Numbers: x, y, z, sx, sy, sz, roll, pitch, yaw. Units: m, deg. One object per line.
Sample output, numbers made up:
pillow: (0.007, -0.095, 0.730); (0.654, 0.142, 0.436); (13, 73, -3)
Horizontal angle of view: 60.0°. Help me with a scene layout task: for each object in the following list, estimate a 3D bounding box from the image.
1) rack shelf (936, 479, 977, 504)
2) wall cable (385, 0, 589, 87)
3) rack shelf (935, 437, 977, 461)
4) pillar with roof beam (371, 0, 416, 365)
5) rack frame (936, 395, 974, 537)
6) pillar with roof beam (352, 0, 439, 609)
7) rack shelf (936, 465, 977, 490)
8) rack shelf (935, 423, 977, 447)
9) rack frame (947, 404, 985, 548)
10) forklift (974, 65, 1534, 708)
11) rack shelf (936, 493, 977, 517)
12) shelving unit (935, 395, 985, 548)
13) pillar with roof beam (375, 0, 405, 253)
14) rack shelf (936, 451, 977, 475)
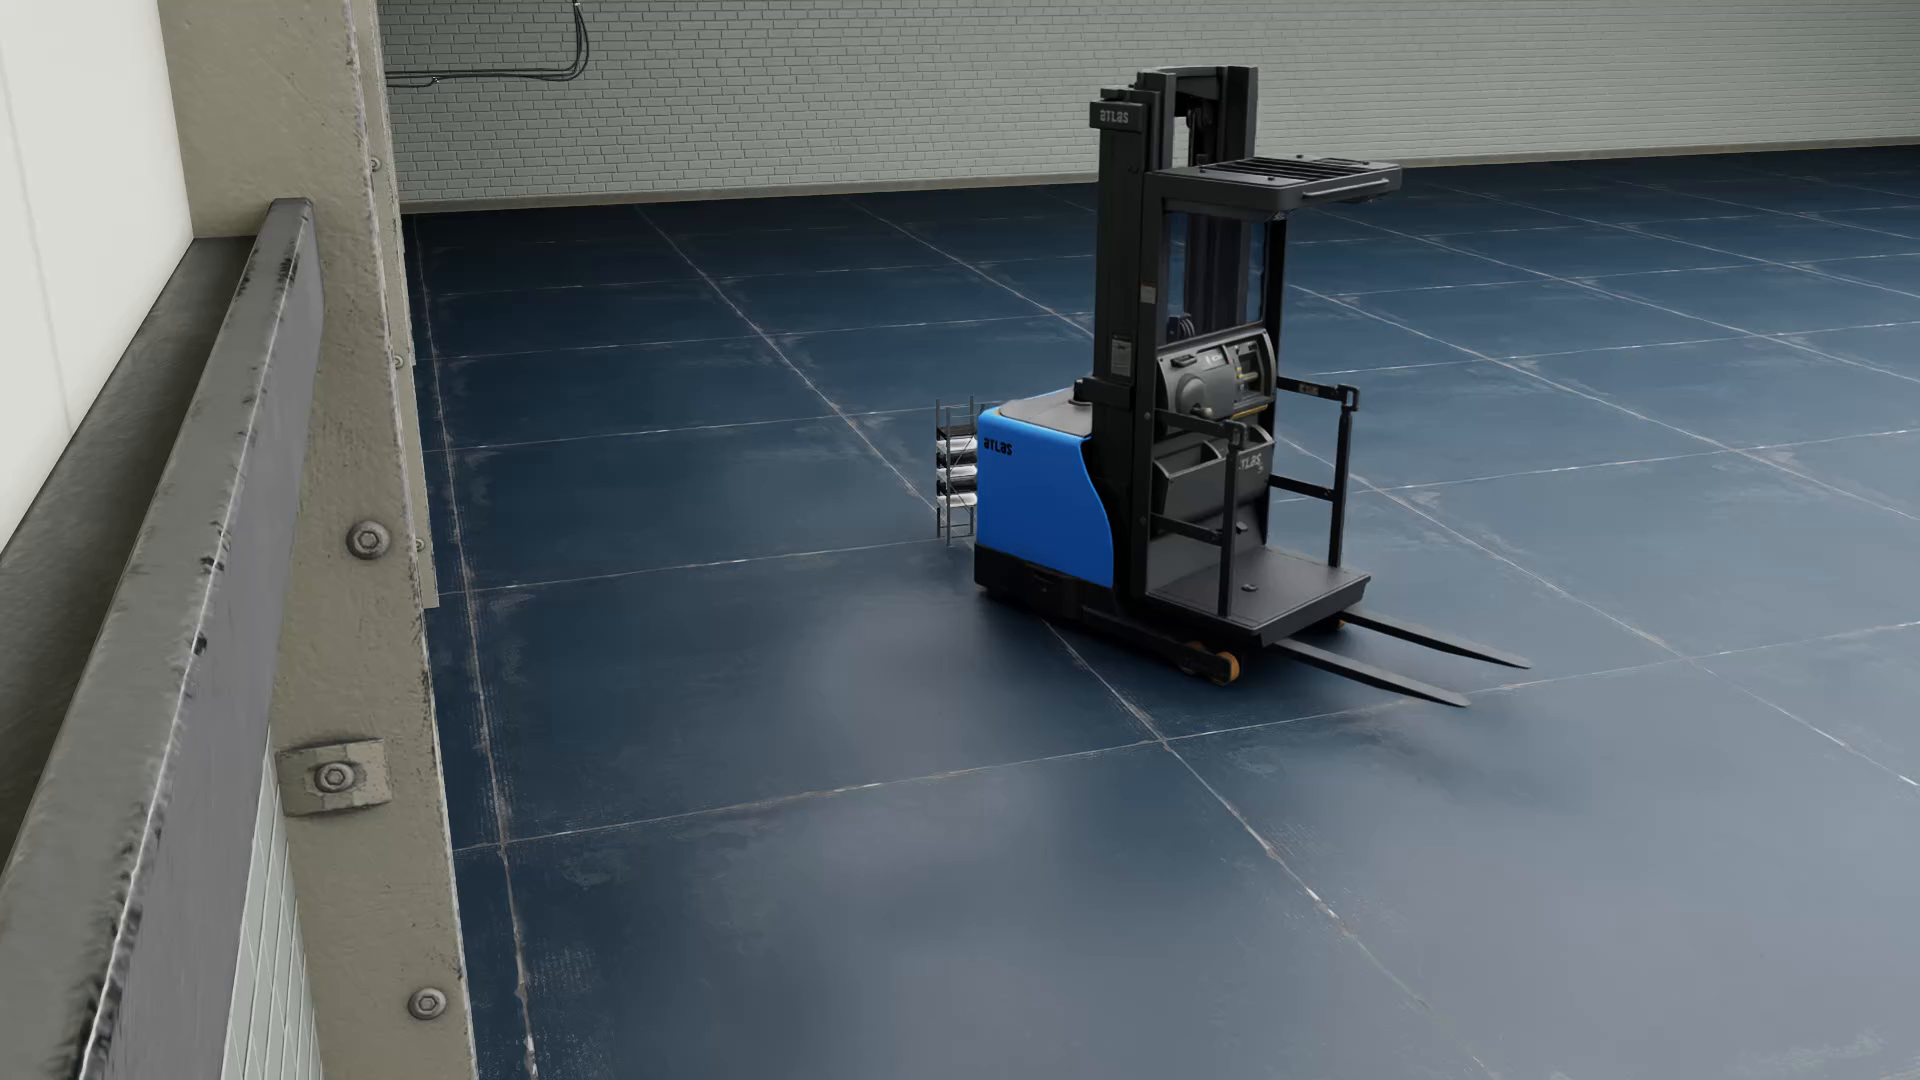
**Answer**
rack shelf: (0.003, -0.305, 10.299); (0.258, 0.077, 0.200); (-6, 21, -17)
wall cable: (-6.585, -7.381, 22.247); (3.097, 2.526, 0.112); (-6, 21, -17)
rack shelf: (0.003, -0.559, 10.208); (0.258, 0.077, 0.200); (-6, 21, -17)
pillar with roof beam: (-0.942, -6.288, 14.612); (9.100, 9.000, 0.400); (-6, 21, -17)
rack frame: (-0.029, -0.454, 10.348); (0.240, 0.900, 0.006); (-6, 21, -17)
pillar with roof beam: (0.944, -4.363, 9.251); (9.100, 9.000, 0.400); (-6, 21, -17)
rack shelf: (0.003, -0.390, 10.268); (0.258, 0.077, 0.200); (-6, 21, -17)
rack shelf: (0.003, -0.644, 10.177); (0.258, 0.077, 0.200); (-6, 21, -17)
rack frame: (0.034, -0.388, 10.166); (0.240, 0.900, 0.006); (-6, 21, -17)
forklift: (1.479, -0.845, 8.434); (3.031, 2.935, 1.130); (19, 27, 42)
rack shelf: (0.003, -0.220, 10.329); (0.258, 0.077, 0.200); (-6, 21, -17)
shelving unit: (0.003, -0.421, 10.257); (0.258, 0.900, 0.210); (-6, 21, -17)
pillar with roof beam: (-2.828, -8.214, 19.972); (9.100, 9.000, 0.400); (-6, 21, -17)
rack shelf: (0.003, -0.474, 10.238); (0.258, 0.077, 0.200); (-6, 21, -17)
